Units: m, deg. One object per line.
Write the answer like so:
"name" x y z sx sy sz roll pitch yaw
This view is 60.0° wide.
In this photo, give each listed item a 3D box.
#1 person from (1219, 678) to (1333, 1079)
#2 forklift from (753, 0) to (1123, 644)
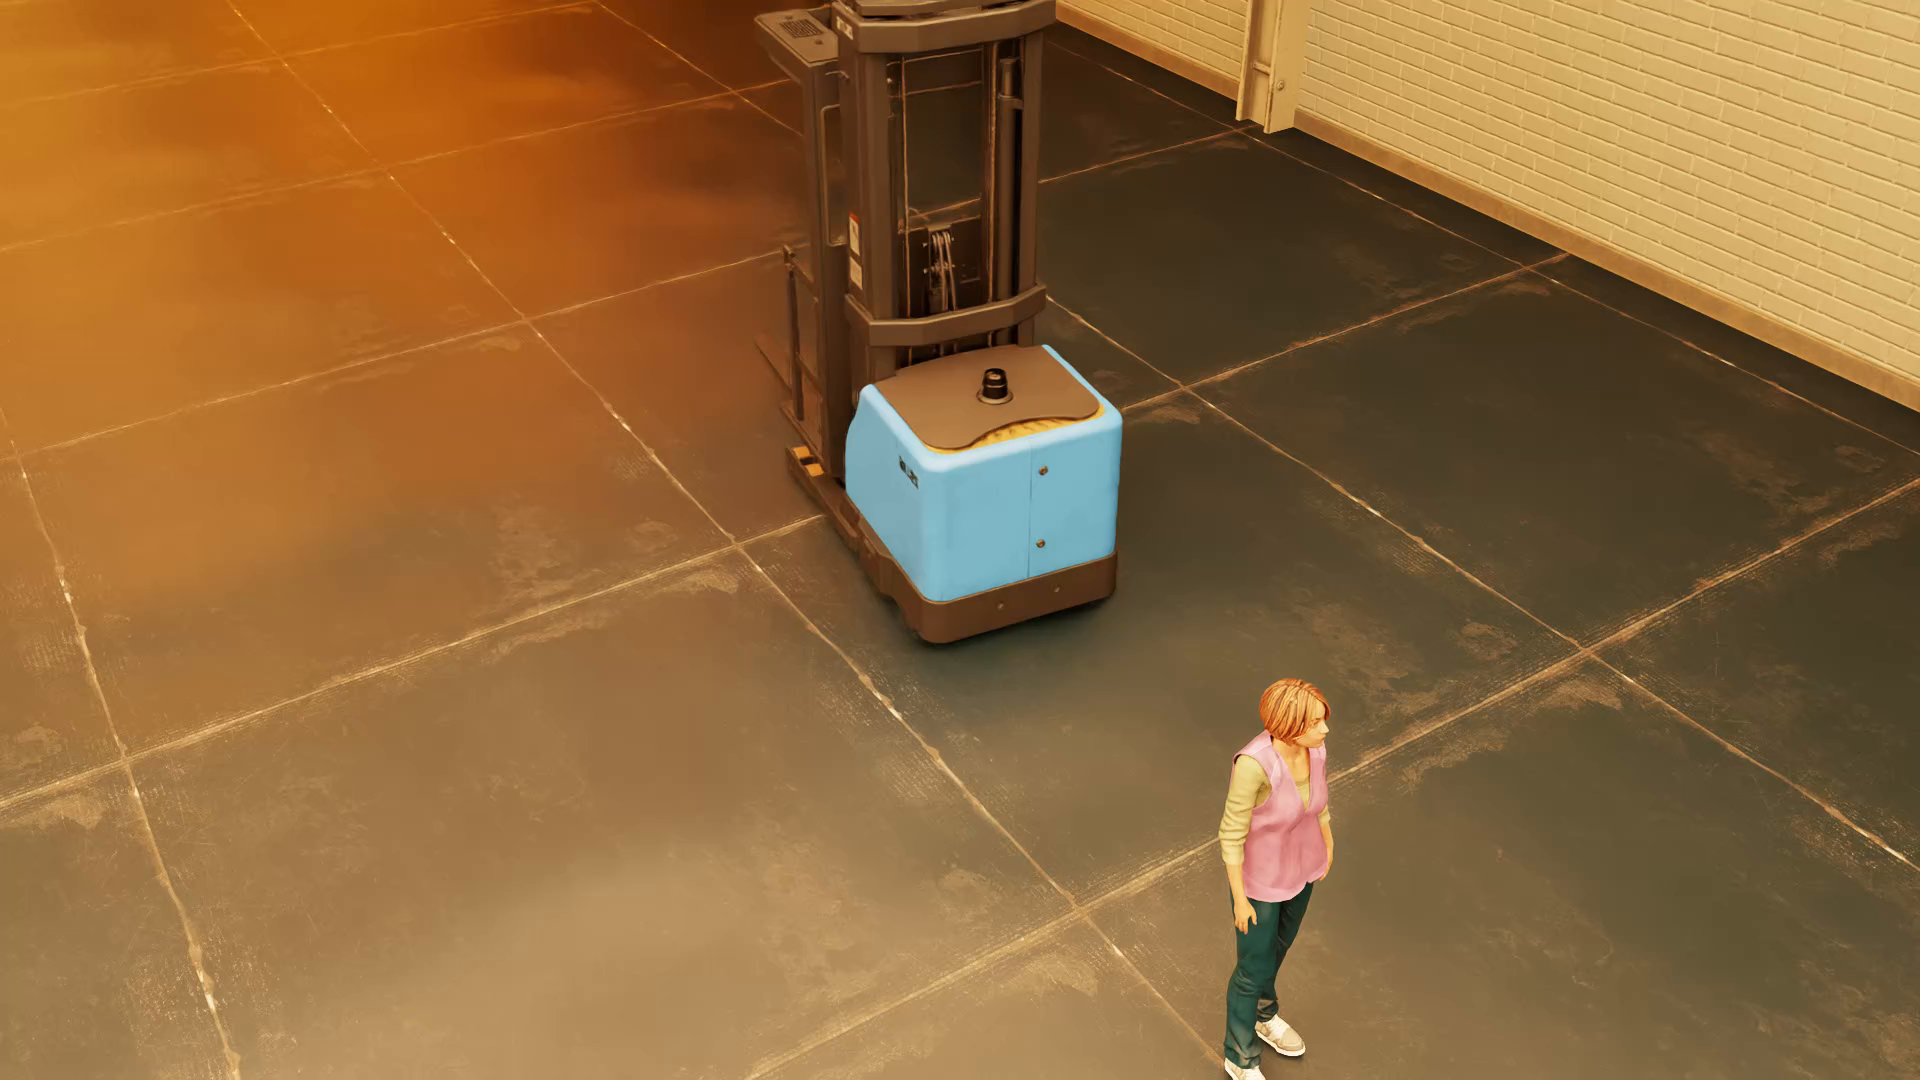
"person" 1.116 1.176 5.621 0.520 1.599 0.473 -26 43 -32
"forklift" -0.309 -1.545 8.347 1.130 2.935 3.031 -15 38 -20
